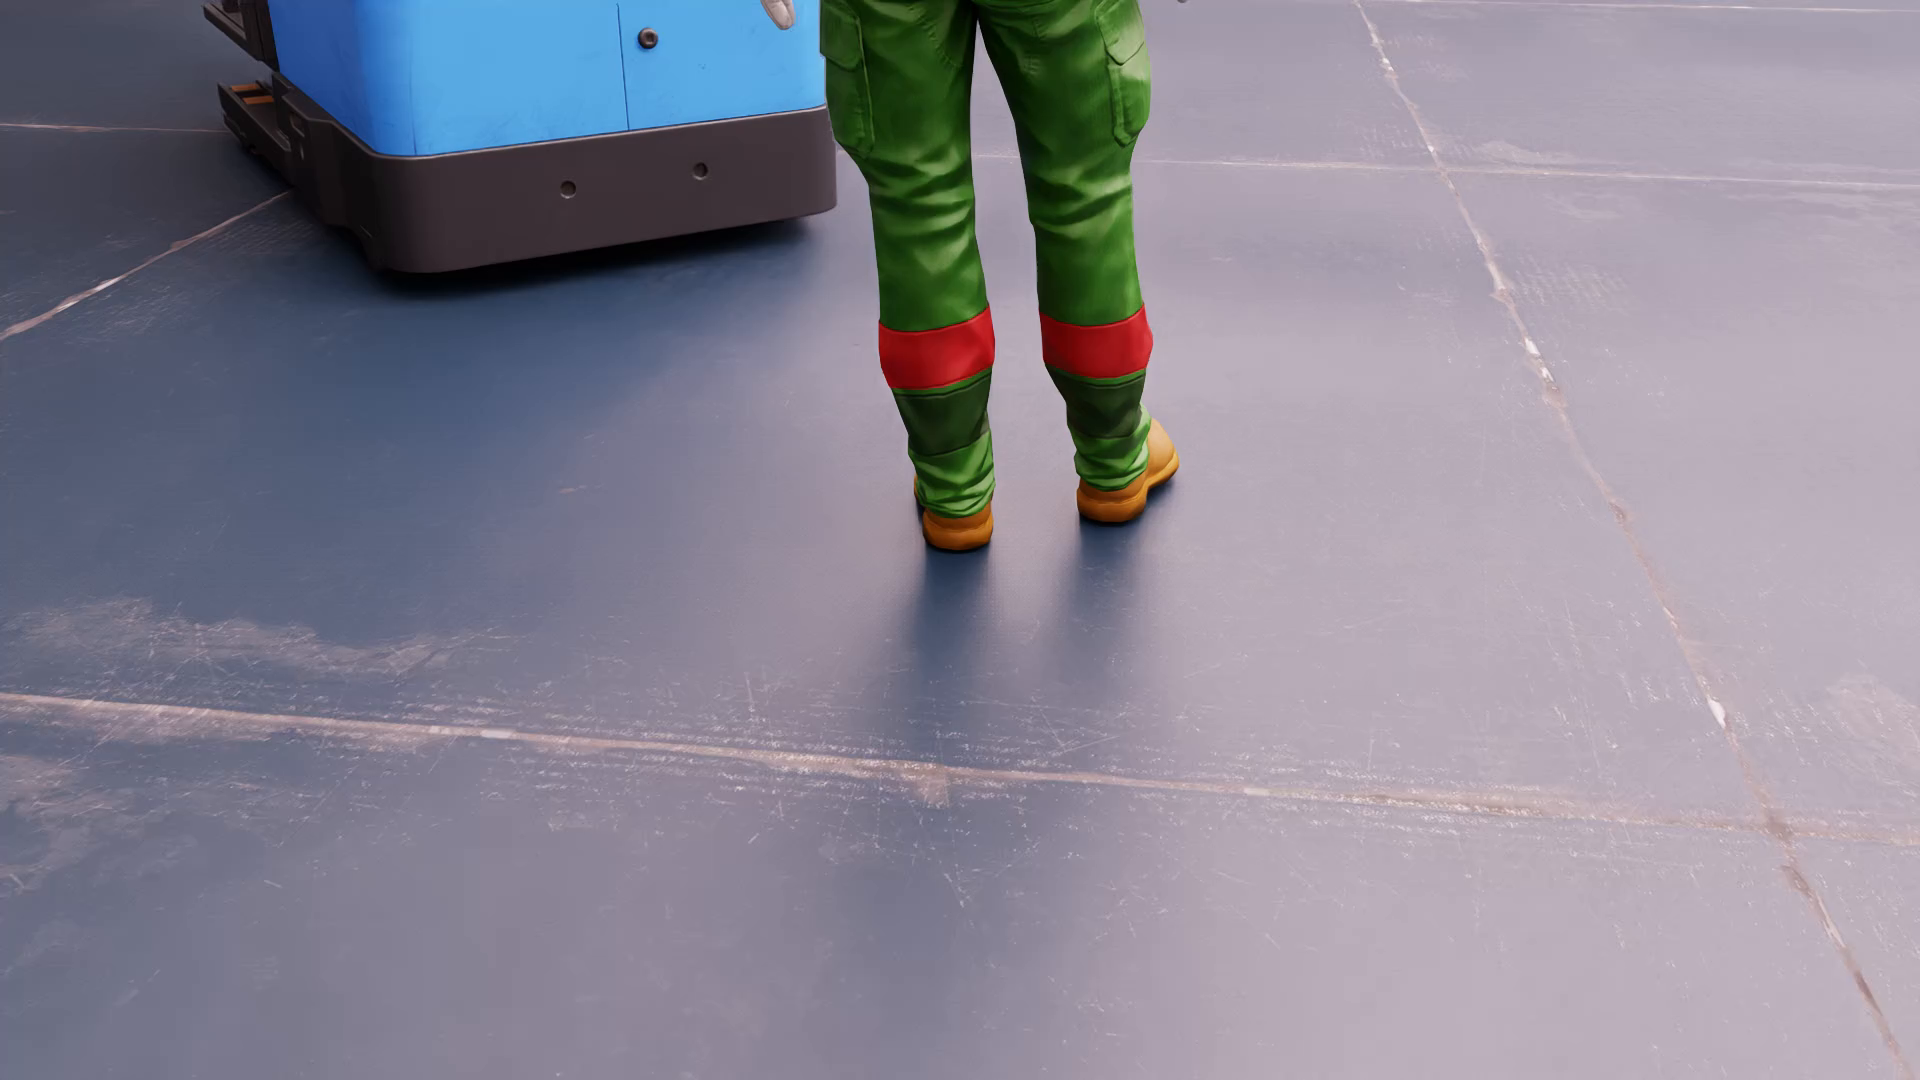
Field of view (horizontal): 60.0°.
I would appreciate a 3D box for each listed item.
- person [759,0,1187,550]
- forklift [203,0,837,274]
[{"bbox_3d":[0.023,-0.842,2.167,0.638,1.788,0.563,3,27,7],"label":"person"},{"bbox_3d":[-1.479,-2.481,4.191,1.130,2.935,3.031,-15,30,-27],"label":"forklift"}]
